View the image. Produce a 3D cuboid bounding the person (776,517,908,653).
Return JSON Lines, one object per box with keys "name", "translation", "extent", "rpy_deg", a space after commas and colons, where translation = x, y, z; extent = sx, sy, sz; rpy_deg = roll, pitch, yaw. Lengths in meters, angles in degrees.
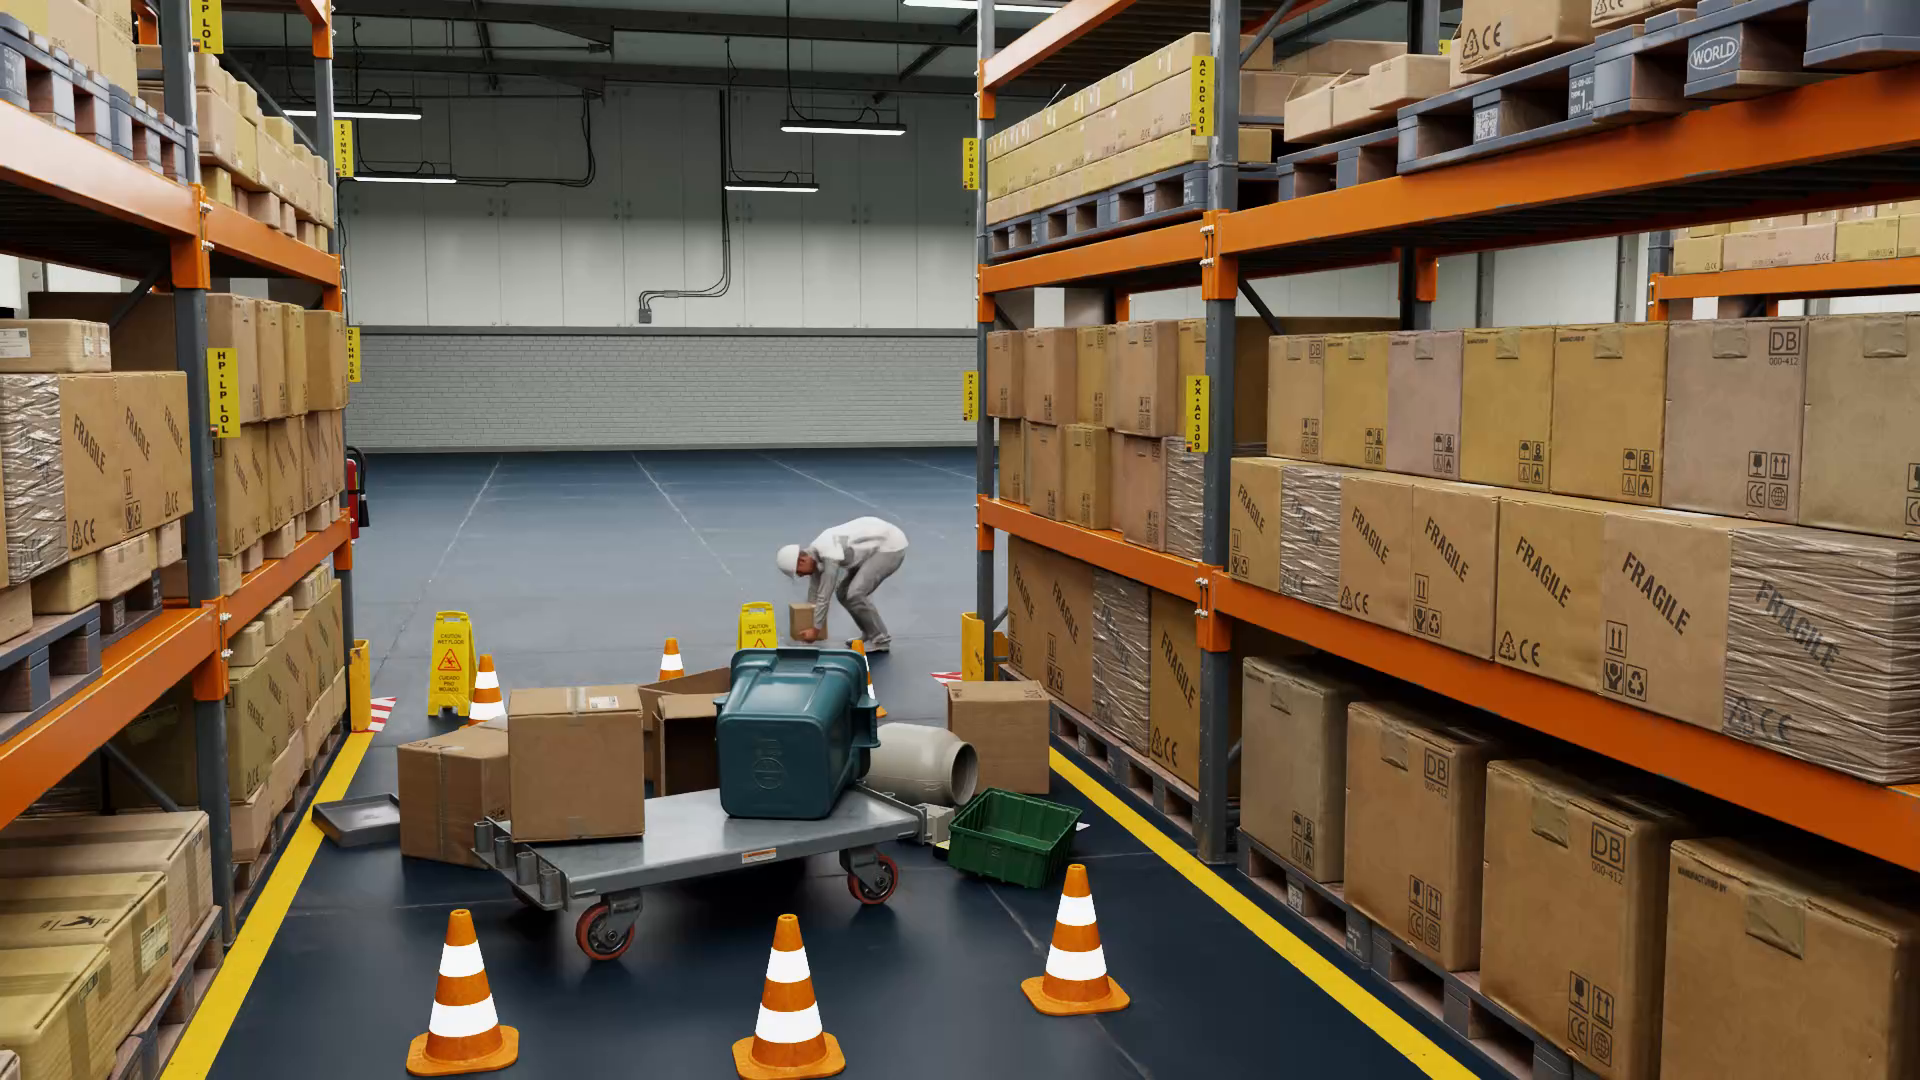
{"name": "person", "translation": [-0.900, 0.341, 12.685], "extent": [1.001, 1.015, 0.503], "rpy_deg": [-2, 6, -17]}
